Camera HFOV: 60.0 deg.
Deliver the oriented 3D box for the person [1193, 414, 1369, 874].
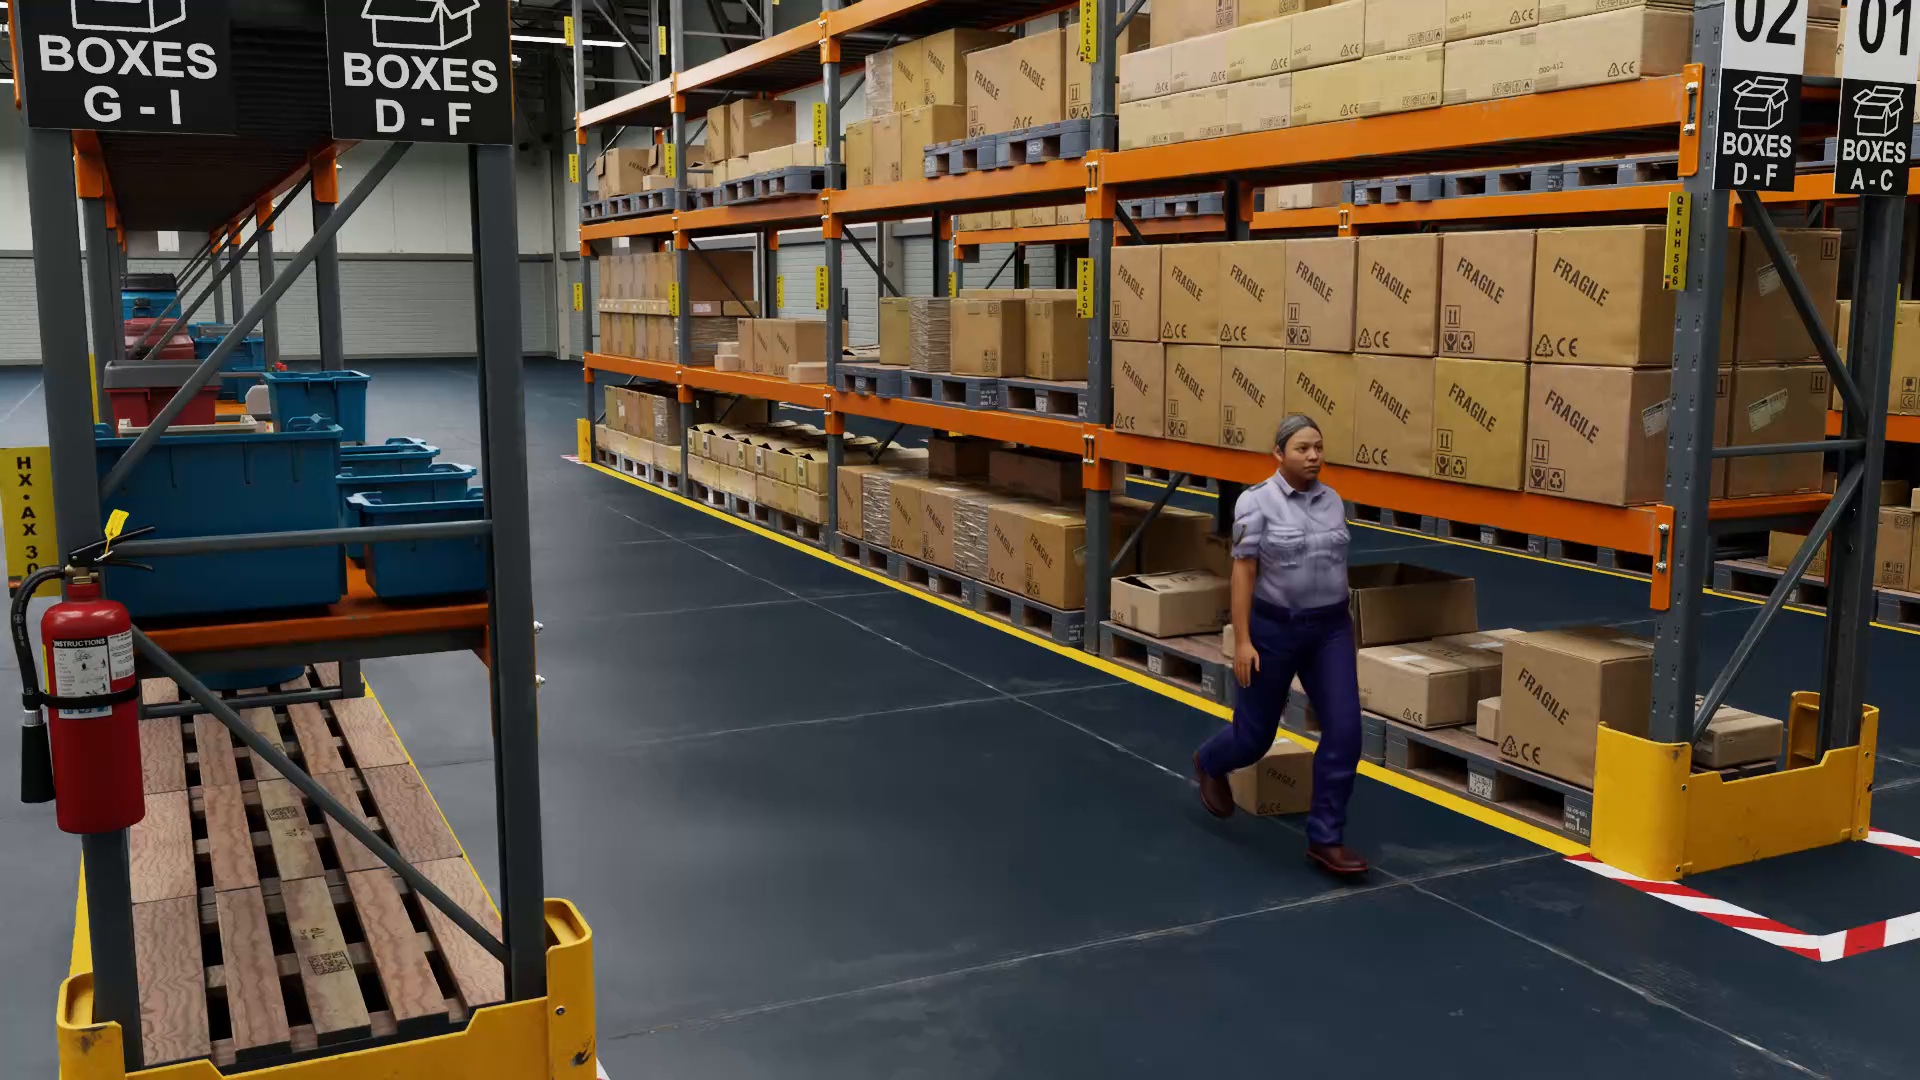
[{"bbox_3d":[1.181,0.341,6.070,0.496,1.601,0.863,-2,9,-16],"label":"person"}]
